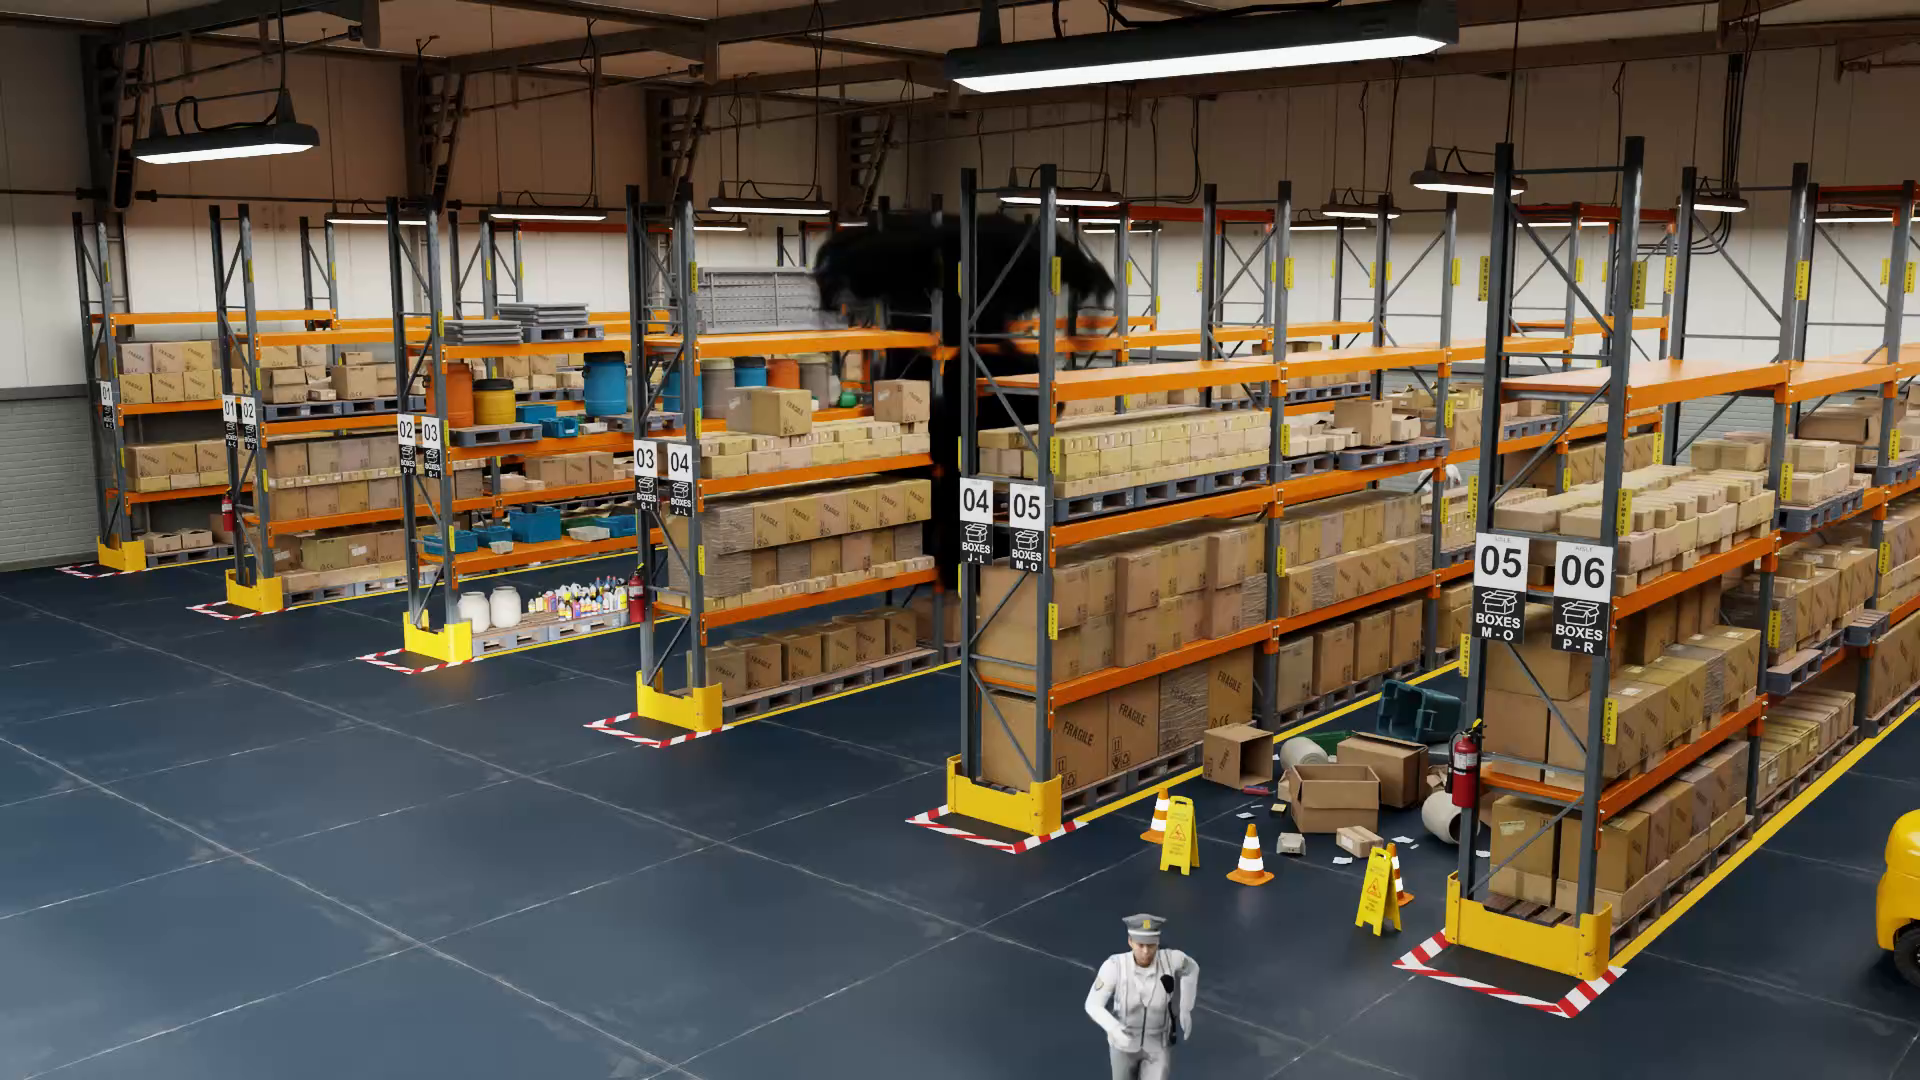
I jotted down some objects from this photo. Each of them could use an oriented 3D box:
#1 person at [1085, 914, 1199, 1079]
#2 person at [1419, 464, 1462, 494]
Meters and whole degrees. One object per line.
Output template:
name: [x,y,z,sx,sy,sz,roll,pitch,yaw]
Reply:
person: [1.021,2.837,9.337,0.649,1.699,0.950,0,9,1]
person: [8.759,-0.713,30.216,0.709,1.782,0.913,-3,10,-18]
